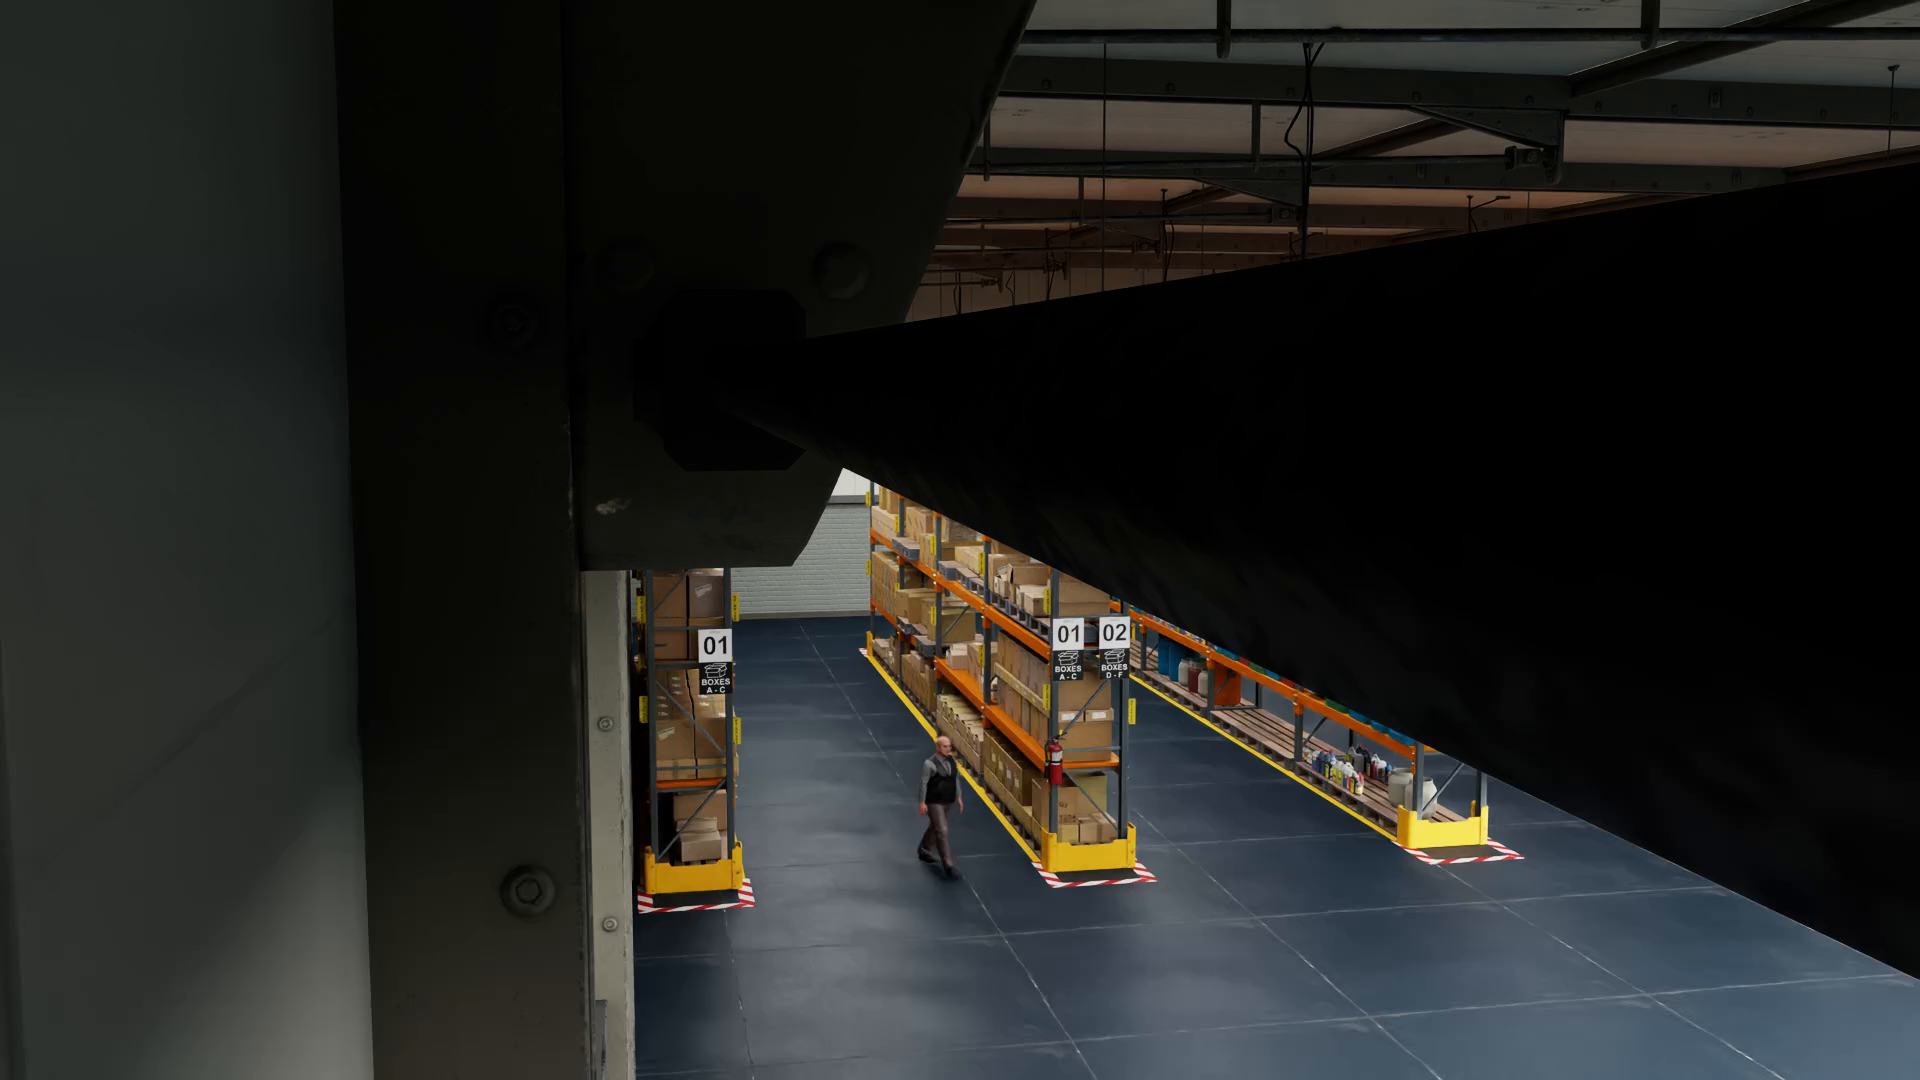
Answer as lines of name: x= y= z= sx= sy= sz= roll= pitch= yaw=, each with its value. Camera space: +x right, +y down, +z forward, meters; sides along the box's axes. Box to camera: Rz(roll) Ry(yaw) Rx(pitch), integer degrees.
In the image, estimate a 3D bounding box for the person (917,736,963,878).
person: x=-0.218 y=3.293 z=20.869 sx=0.941 sy=1.673 sz=0.563 roll=5 pitch=8 yaw=39
